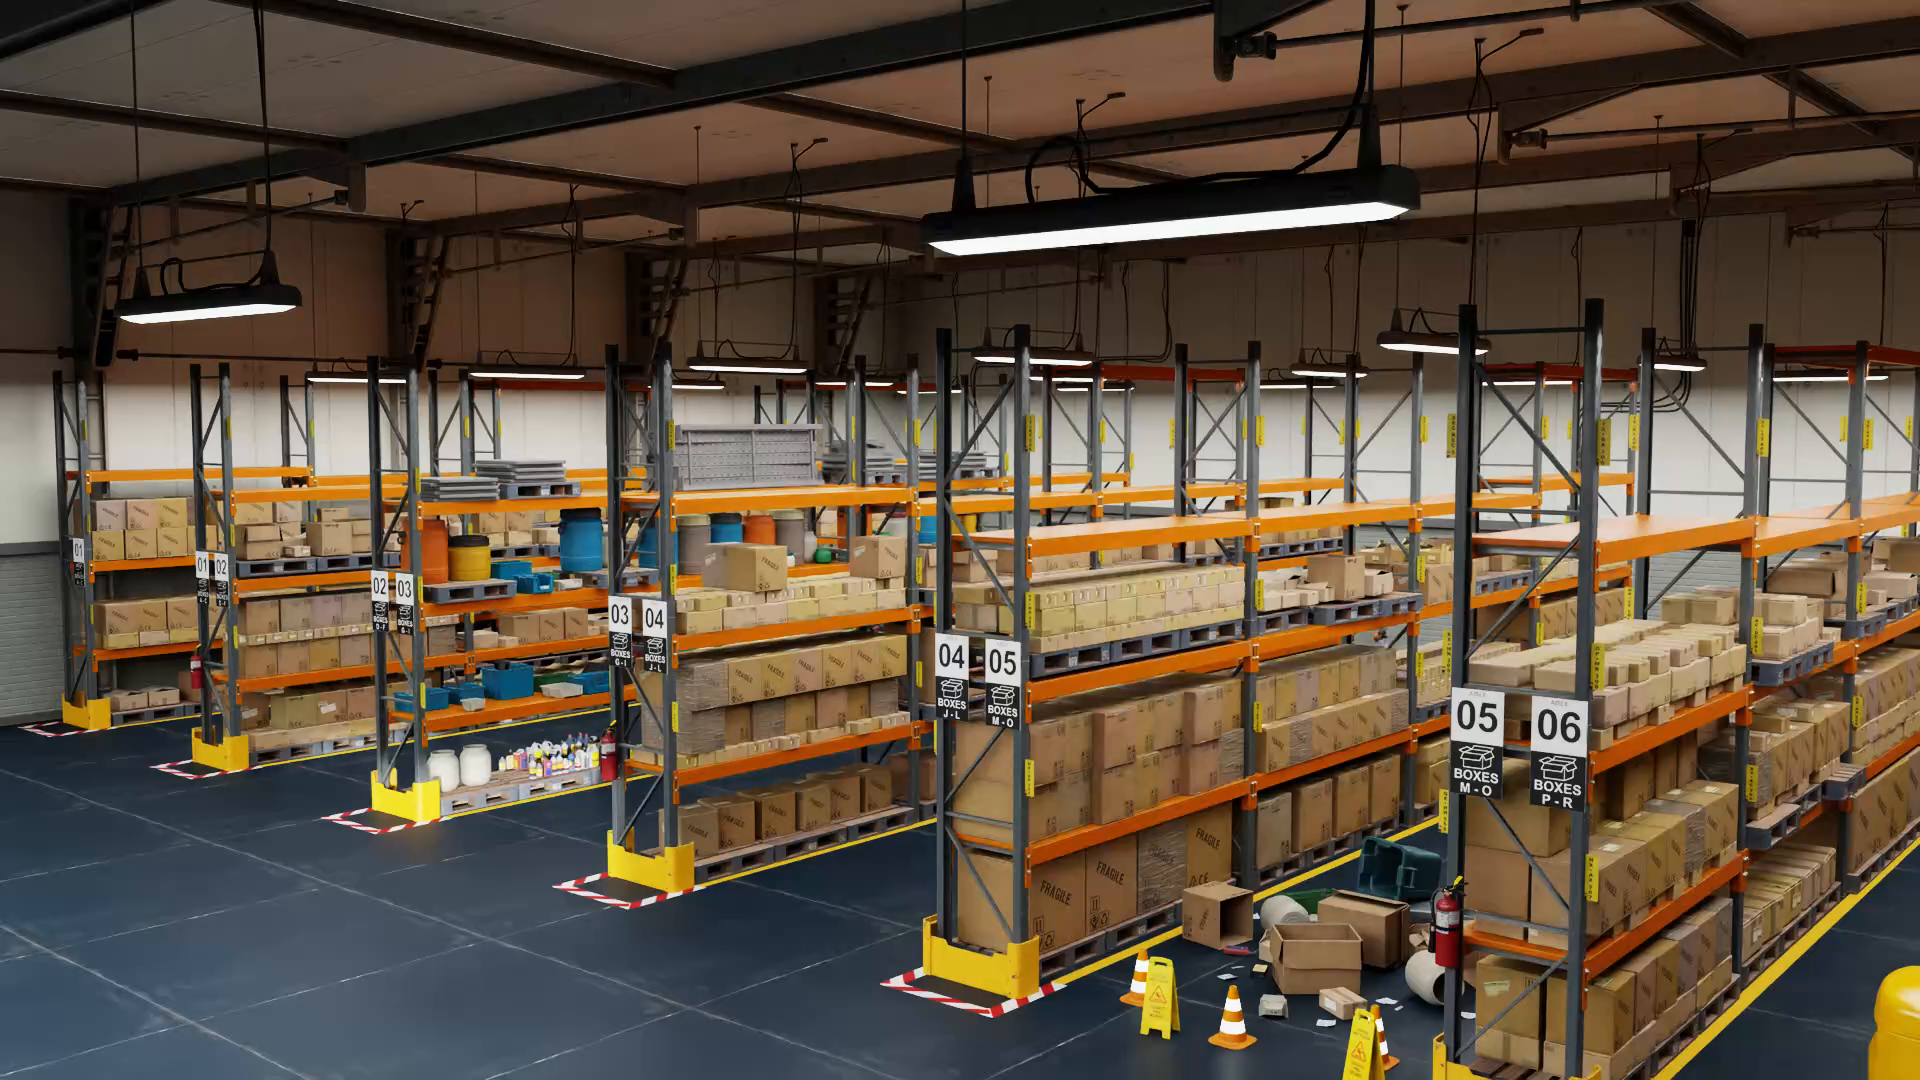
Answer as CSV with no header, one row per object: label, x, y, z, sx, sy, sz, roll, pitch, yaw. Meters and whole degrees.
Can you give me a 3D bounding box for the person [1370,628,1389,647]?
person,7.220,2.290,28.687,0.867,1.591,0.544,-4,6,-43
